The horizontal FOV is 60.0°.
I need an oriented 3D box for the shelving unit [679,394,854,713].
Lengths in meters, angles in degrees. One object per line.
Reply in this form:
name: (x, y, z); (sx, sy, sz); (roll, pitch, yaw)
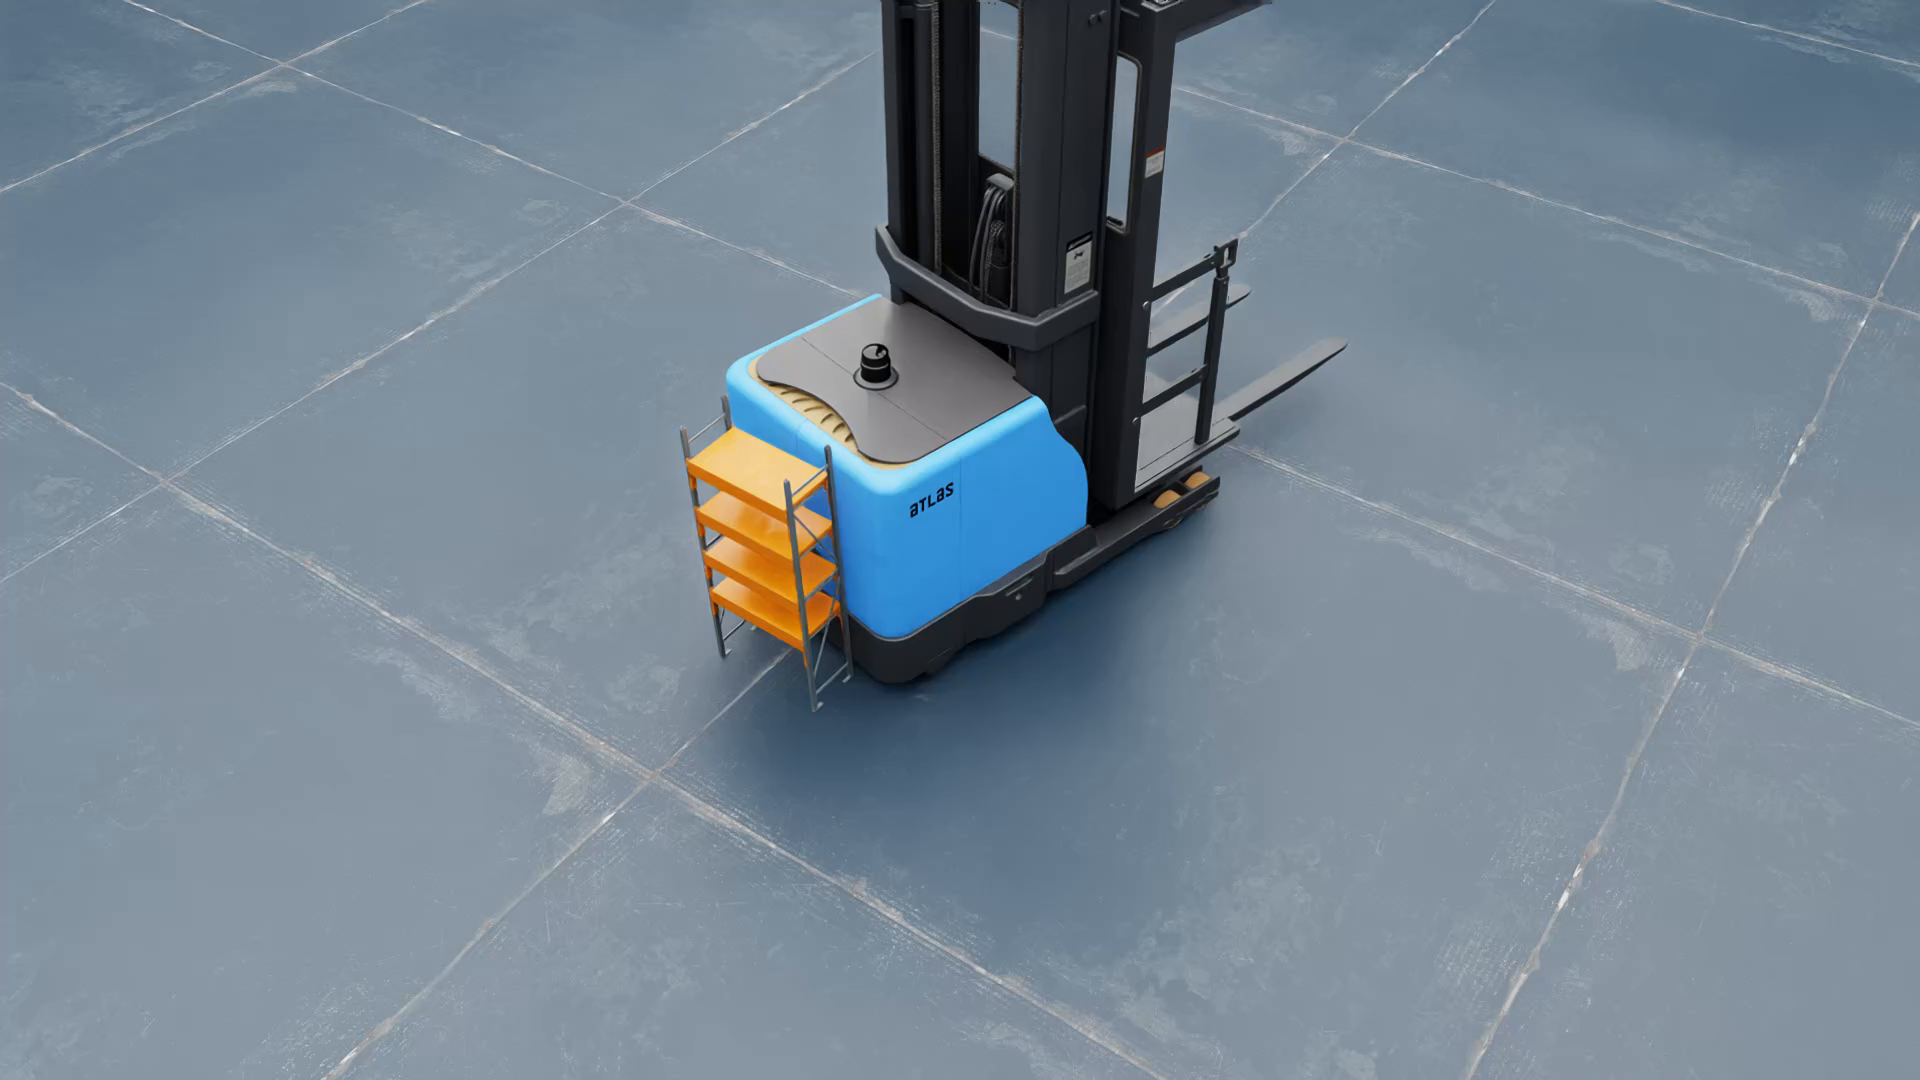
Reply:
shelving unit: (-0.710, 0.072, 6.262); (0.503, 1.200, 0.258); (26, 50, 26)

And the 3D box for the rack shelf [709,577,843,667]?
rack shelf: (-0.705, 0.265, 6.445); (0.480, 0.148, 0.258); (26, 50, 26)

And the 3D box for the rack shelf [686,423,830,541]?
rack shelf: (-0.719, -0.213, 5.992); (0.480, 0.148, 0.258); (26, 50, 26)

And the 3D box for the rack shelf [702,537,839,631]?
rack shelf: (-0.709, 0.121, 6.308); (0.480, 0.148, 0.258); (26, 50, 26)

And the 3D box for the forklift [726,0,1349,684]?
forklift: (0.517, -1.378, 6.592); (3.031, 2.935, 1.130); (-31, 50, -30)

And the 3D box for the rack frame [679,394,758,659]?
rack frame: (-0.906, -0.025, 6.371); (0.015, 1.200, 0.240); (26, 50, 26)

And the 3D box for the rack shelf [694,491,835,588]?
rack shelf: (-0.714, -0.041, 6.155); (0.480, 0.148, 0.258); (26, 50, 26)

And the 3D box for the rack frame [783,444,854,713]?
rack frame: (-0.515, 0.169, 6.154); (0.015, 1.200, 0.240); (26, 50, 26)
